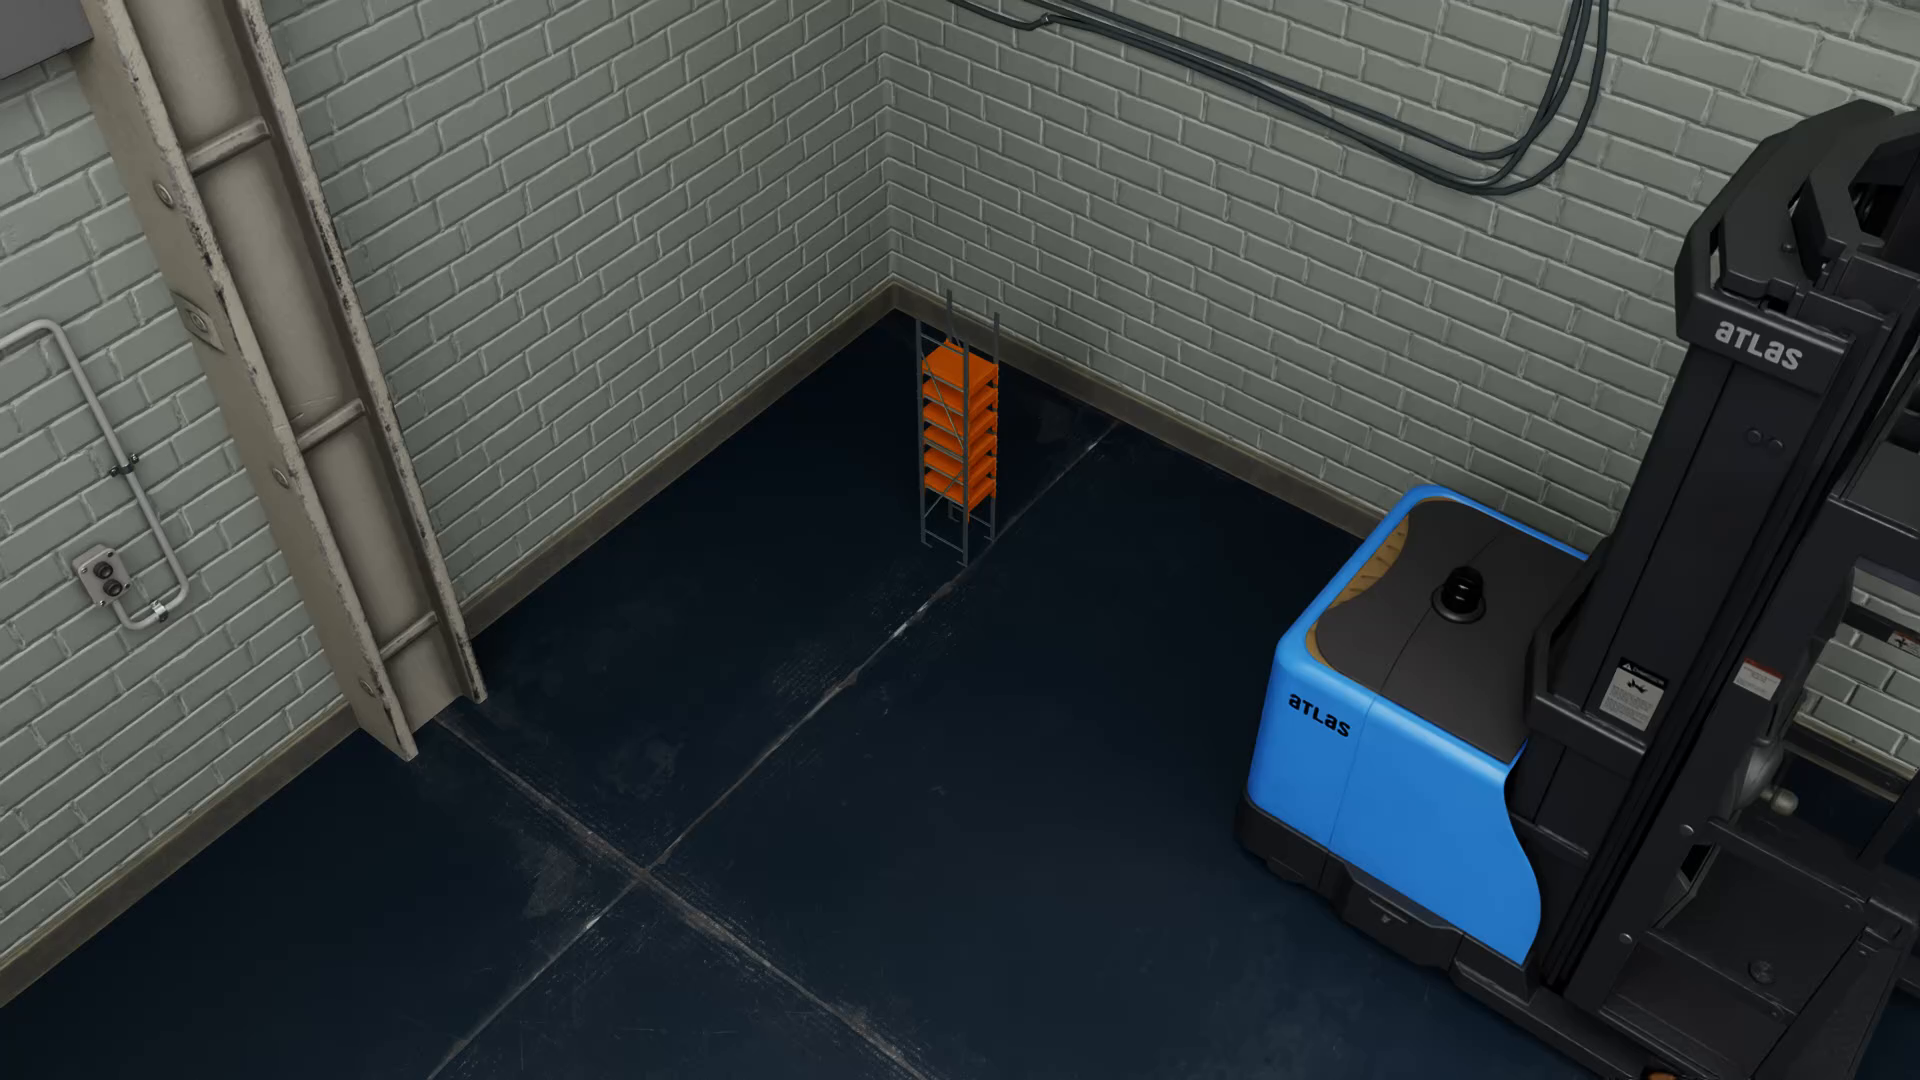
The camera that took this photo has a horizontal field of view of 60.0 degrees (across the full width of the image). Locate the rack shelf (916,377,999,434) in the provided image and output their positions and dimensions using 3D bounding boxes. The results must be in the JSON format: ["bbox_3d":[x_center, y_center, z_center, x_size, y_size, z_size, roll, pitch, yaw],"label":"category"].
[{"bbox_3d":[-0.009,-0.541,6.332,0.258,0.103,0.180,29,53,25],"label":"rack shelf"}]

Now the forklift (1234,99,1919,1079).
[{"bbox_3d":[2.432,0.451,4.457,3.031,2.935,1.130,30,53,25],"label":"forklift"}]

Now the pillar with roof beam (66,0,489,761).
[{"bbox_3d":[1.368,-0.567,1.233,9.100,9.000,0.400,29,53,25],"label":"pillar with roof beam"}]

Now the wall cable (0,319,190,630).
[{"bbox_3d":[-2.970,0.028,4.111,0.084,1.984,1.851,29,53,25],"label":"wall cable"}]

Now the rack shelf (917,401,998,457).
[{"bbox_3d":[-0.009,-0.458,6.418,0.258,0.103,0.180,29,53,25],"label":"rack shelf"}]

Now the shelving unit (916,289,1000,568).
[{"bbox_3d":[-0.009,-0.406,6.473,0.258,1.200,0.189,29,53,25],"label":"shelving unit"}]

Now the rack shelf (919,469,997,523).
[{"bbox_3d":[-0.009,-0.210,6.679,0.258,0.103,0.180,29,53,25],"label":"rack shelf"}]

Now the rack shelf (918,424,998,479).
[{"bbox_3d":[-0.009,-0.375,6.505,0.258,0.103,0.180,29,53,25],"label":"rack shelf"}]

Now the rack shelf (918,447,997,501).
[{"bbox_3d":[-0.009,-0.293,6.592,0.258,0.103,0.180,29,53,25],"label":"rack shelf"}]

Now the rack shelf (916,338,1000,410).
[{"bbox_3d":[-0.009,-0.624,6.245,0.258,0.103,0.180,29,53,25],"label":"rack shelf"}]

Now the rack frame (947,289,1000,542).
[{"bbox_3d":[0.047,-0.459,6.523,0.240,1.200,0.006,29,53,25],"label":"rack frame"}]

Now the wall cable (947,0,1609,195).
[{"bbox_3d":[0.736,-2.549,5.273,3.097,2.526,0.112,29,53,25],"label":"wall cable"}]

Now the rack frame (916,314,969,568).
[{"bbox_3d":[-0.065,-0.354,6.423,0.240,1.200,0.006,29,53,25],"label":"rack frame"}]
